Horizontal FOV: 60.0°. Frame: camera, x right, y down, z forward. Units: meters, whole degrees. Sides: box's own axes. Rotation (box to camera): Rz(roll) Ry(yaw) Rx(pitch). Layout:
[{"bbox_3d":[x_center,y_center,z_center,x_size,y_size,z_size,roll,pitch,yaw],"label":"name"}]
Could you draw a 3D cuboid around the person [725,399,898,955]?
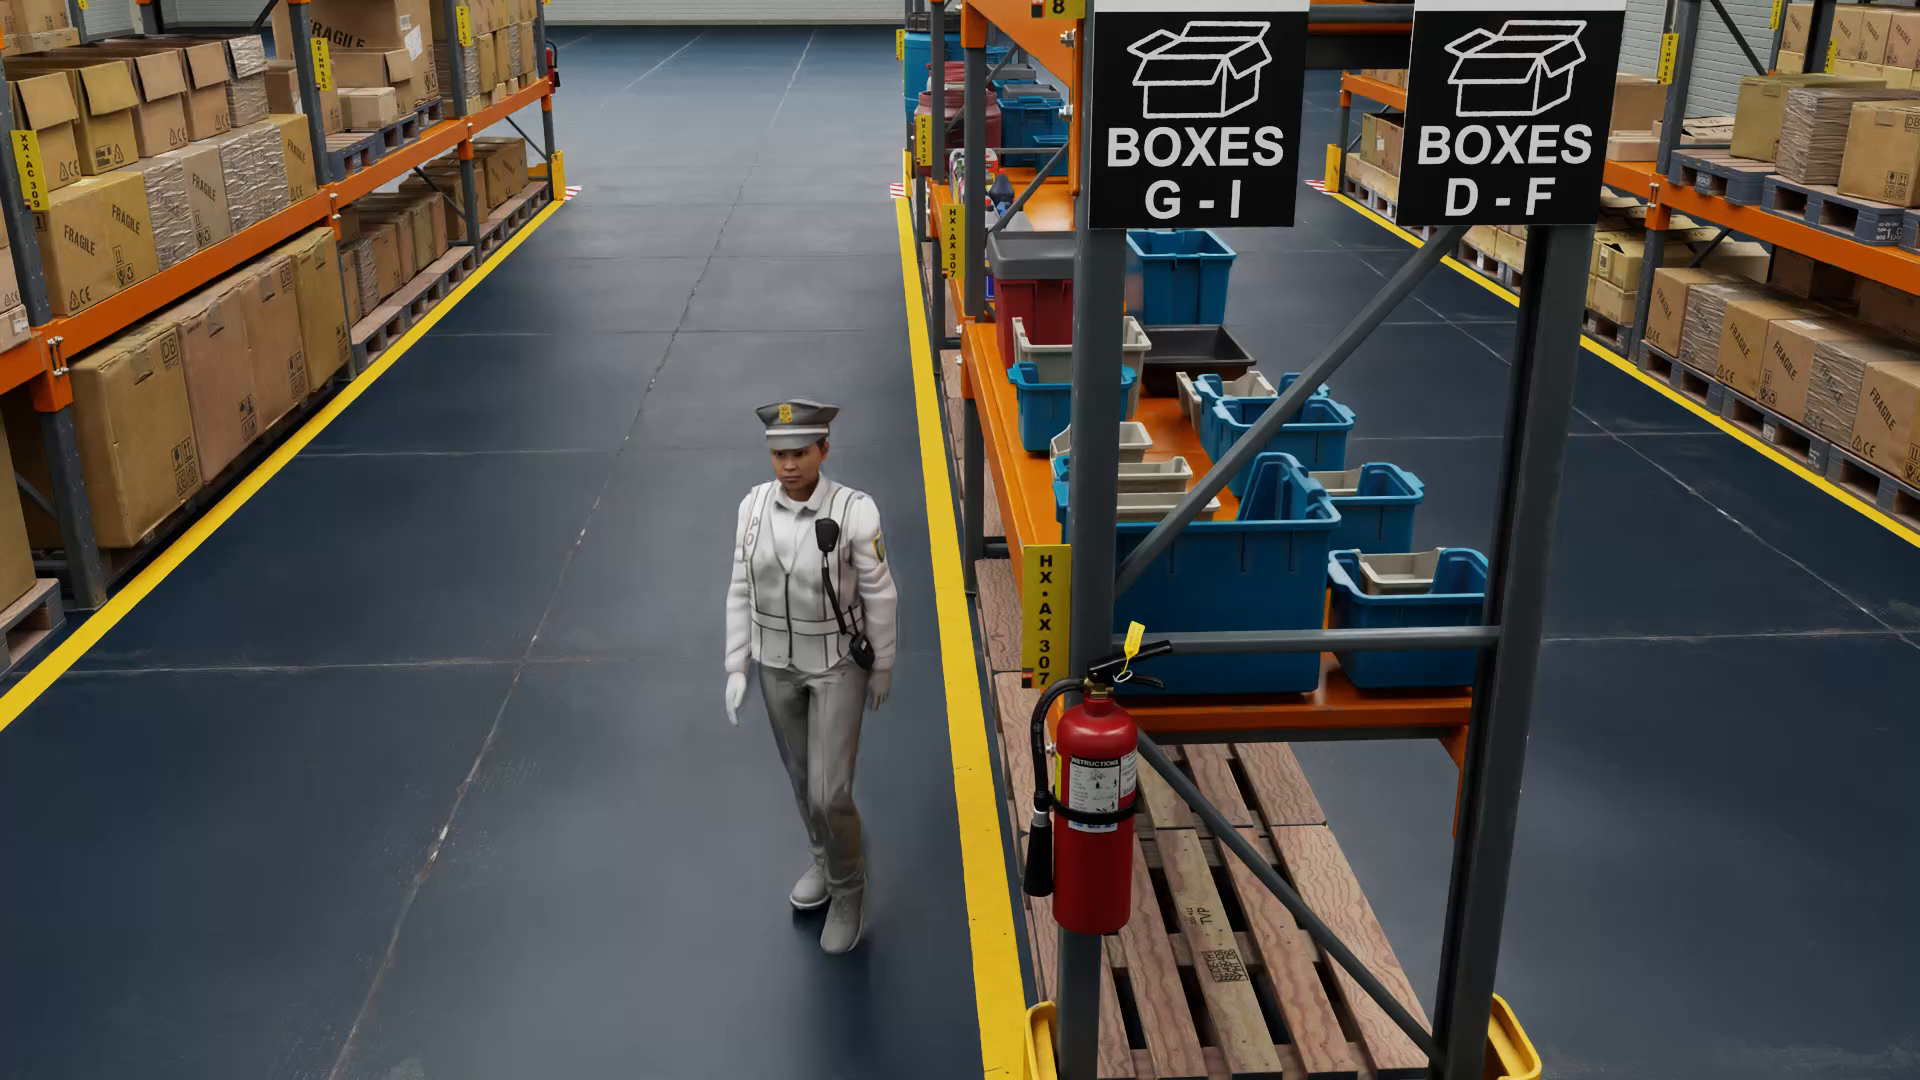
[{"bbox_3d":[-0.452,0.405,4.966,0.495,1.733,0.481,7,22,19],"label":"person"}]
